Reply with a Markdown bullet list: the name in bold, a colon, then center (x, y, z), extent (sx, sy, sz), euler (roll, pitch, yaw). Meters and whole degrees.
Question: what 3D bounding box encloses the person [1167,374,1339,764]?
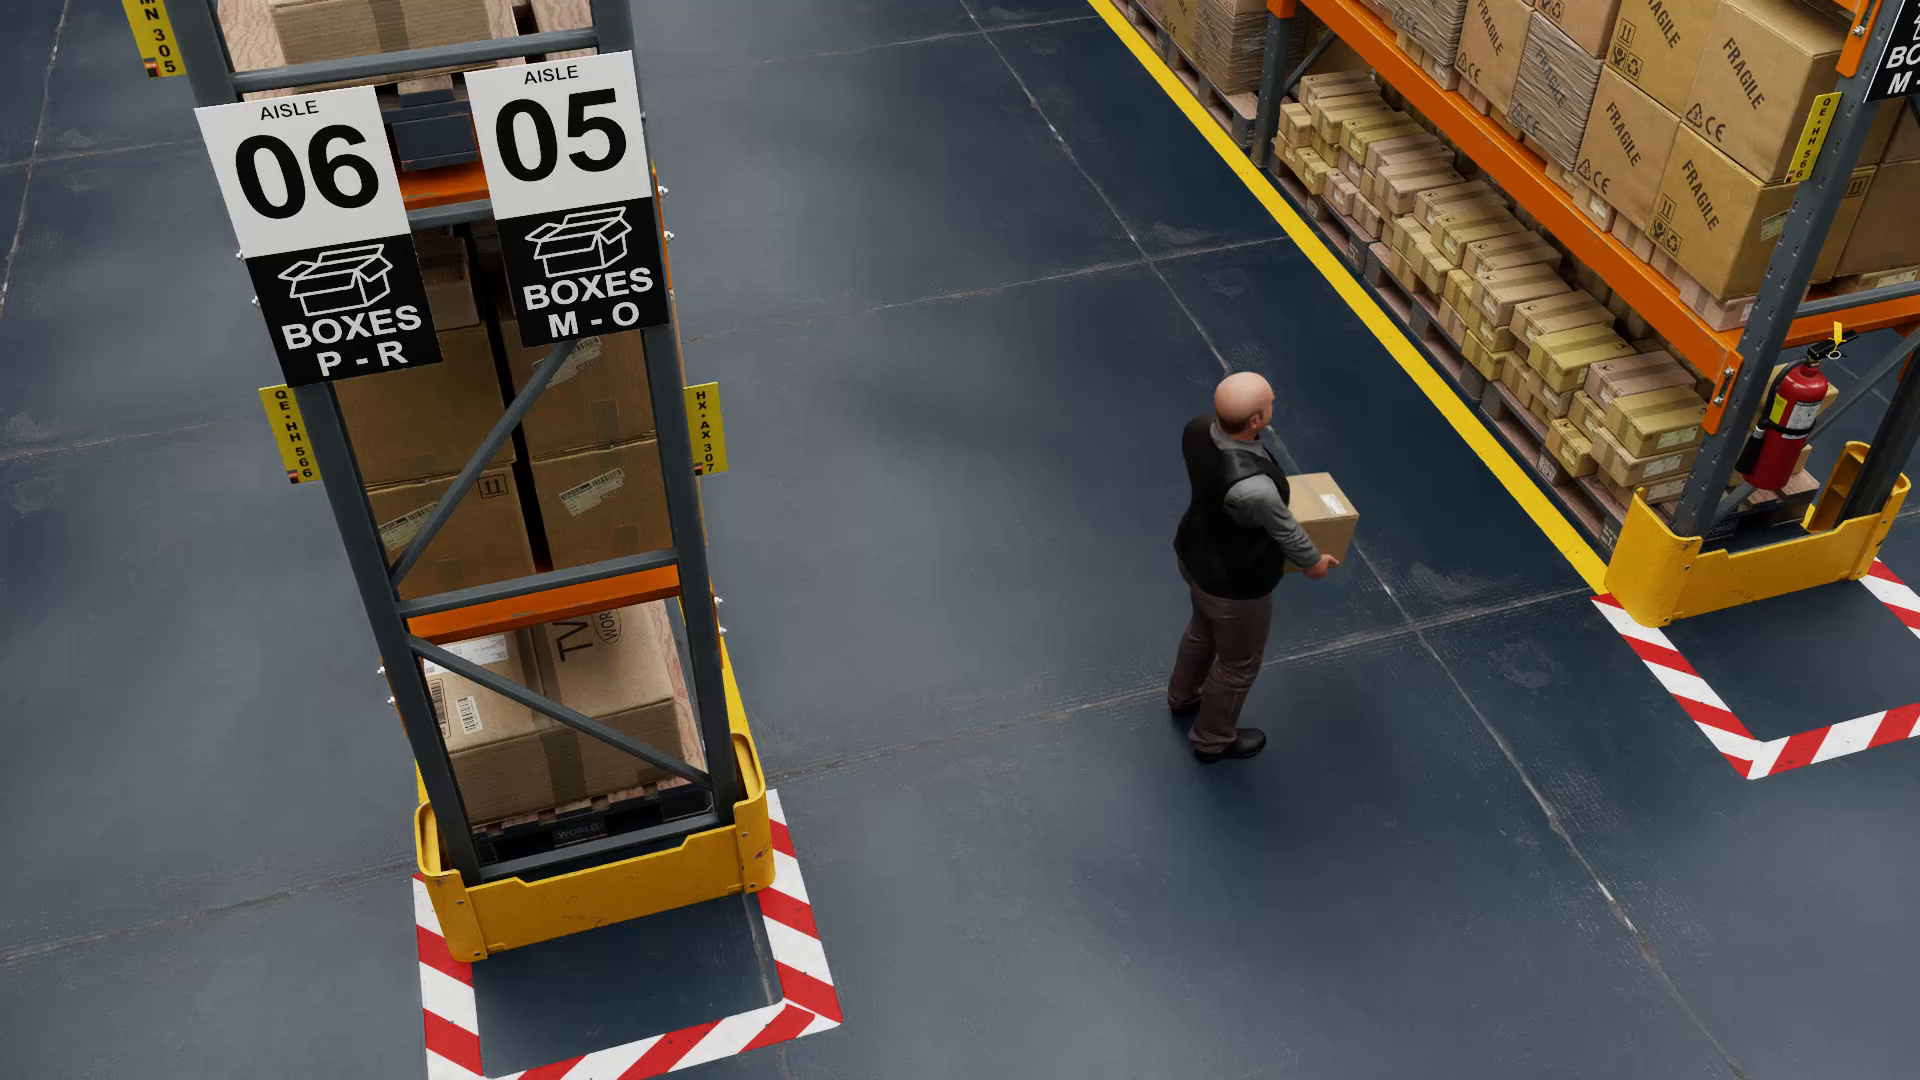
- **person**: center (1.063, 0.080, 6.097), extent (0.544, 1.711, 0.494), euler (-11, 43, -12)
